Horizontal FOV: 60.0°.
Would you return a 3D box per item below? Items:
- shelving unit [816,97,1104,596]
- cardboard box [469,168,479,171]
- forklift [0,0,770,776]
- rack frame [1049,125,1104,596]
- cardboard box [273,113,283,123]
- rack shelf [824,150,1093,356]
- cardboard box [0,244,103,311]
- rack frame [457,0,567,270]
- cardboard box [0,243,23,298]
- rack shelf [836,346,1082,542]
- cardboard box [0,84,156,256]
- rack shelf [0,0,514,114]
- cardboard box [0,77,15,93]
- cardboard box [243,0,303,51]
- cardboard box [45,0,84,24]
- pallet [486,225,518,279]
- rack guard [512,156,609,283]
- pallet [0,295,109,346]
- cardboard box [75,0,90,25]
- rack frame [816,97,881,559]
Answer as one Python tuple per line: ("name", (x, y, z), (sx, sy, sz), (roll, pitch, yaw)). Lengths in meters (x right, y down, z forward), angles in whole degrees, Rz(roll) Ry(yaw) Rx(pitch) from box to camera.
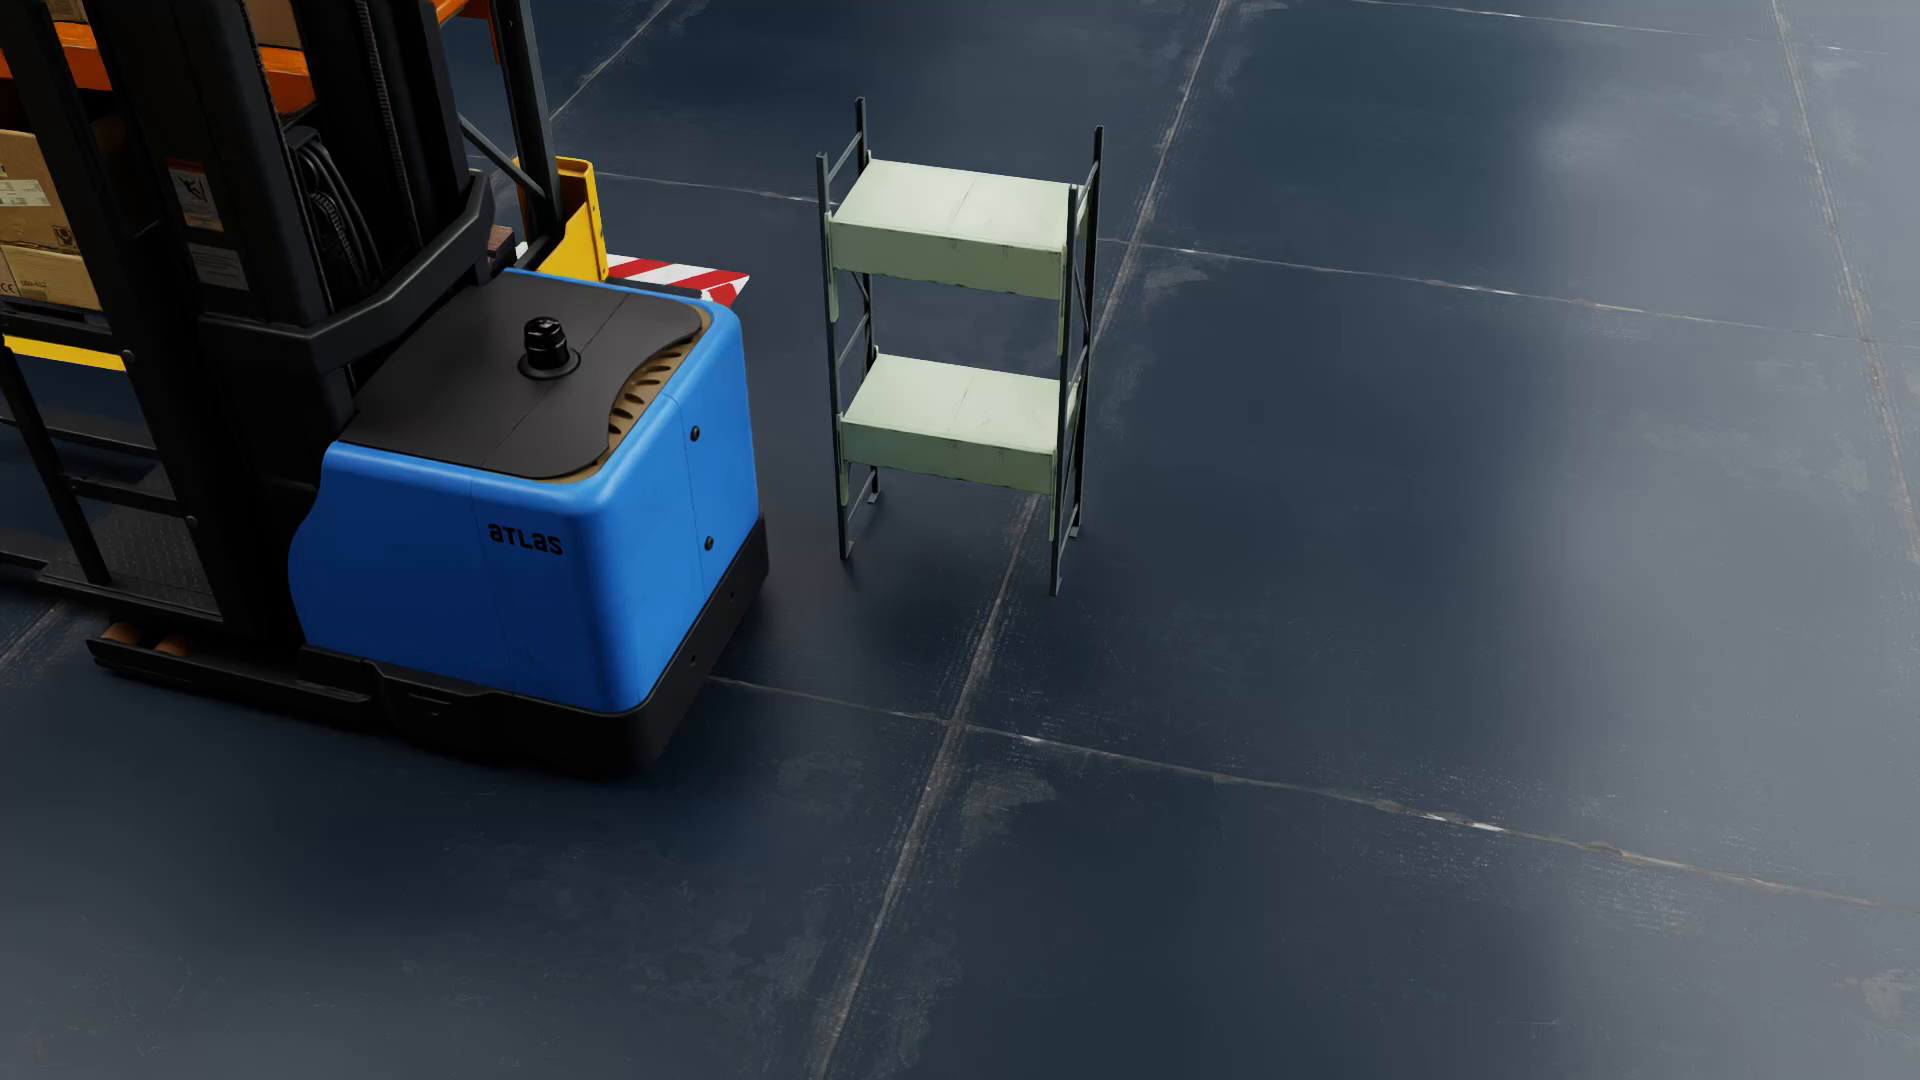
("shelving unit", (0.006, -0.573, 5.266), (0.755, 1.500, 0.431), (10, 41, 11))
("cardboard box", (-2.287, -1.321, 6.802), (0.500, 0.250, 0.500), (10, 41, 11))
("forklift", (-2.208, -0.976, 4.633), (3.031, 2.935, 1.130), (11, 41, 13))
("rack frame", (0.360, -0.512, 5.194), (0.023, 1.500, 0.400), (10, 41, 11))
("cardboard box", (-2.421, -1.285, 6.176), (0.500, 0.500, 0.500), (10, 41, 11))
("rack shelf", (0.006, -0.872, 5.015), (0.720, 0.370, 0.431), (10, 41, 11))
("cardboard box", (-3.390, -1.157, 6.607), (0.500, 0.250, 0.500), (10, 41, 11))
("rack frame", (-1.826, -1.986, 5.782), (0.127, 3.000, 1.000), (10, 41, 11))
("cardboard box", (-3.873, -1.241, 6.707), (0.500, 0.250, 0.500), (10, 41, 11))
("rack shelf", (0.006, -0.324, 5.476), (0.720, 0.370, 0.431), (10, 41, 11))
("cardboard box", (-3.391, -1.442, 6.364), (0.500, 0.500, 0.500), (10, 41, 11))
("rack shelf", (-3.758, -2.043, 6.410), (4.000, 0.370, 1.077), (10, 41, 11))
("cardboard box", (-3.874, -1.526, 6.463), (0.500, 0.500, 0.500), (10, 41, 11))
("cardboard box", (-2.274, -2.110, 5.852), (0.500, 0.500, 0.700), (10, 41, 11))
("cardboard box", (-3.260, -2.280, 6.055), (0.500, 0.500, 0.700), (10, 41, 12))
("pallet", (-2.576, -1.019, 6.799), (1.213, 0.211, 1.003), (10, 41, 11))
("rack guard", (-1.803, -1.025, 6.582), (0.348, 0.500, 1.175), (10, 41, 11))
("pallet", (-3.750, -1.223, 7.043), (1.213, 0.211, 1.003), (10, 41, 11))
("cardboard box", (-2.782, -2.194, 5.952), (0.500, 0.500, 0.700), (11, 41, 13))
("rack frame", (-0.347, -0.634, 5.339), (0.023, 1.500, 0.400), (10, 41, 11))
